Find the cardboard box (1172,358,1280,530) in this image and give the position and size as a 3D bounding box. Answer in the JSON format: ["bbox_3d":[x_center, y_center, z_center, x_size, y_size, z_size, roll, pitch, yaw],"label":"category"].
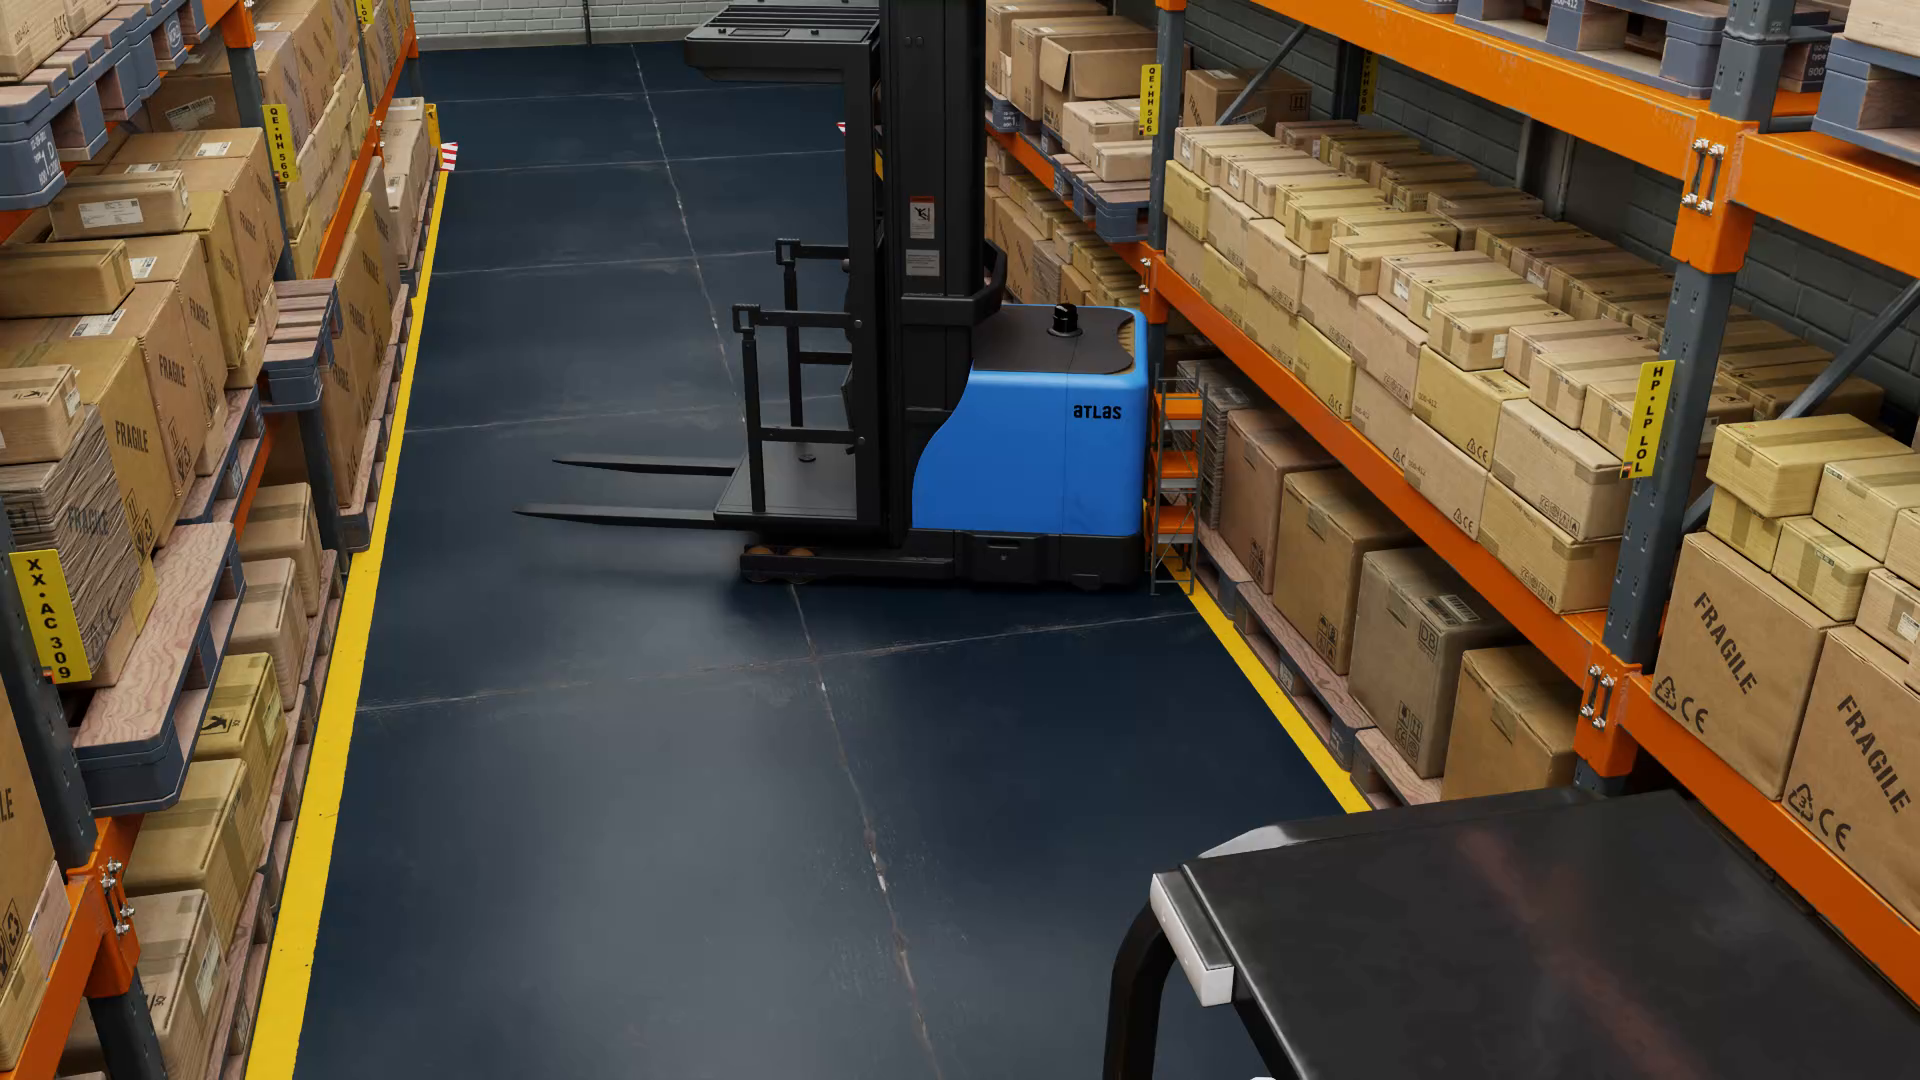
[{"bbox_3d":[1.551,-0.499,8.078,0.875,0.625,0.625,-5,27,-10],"label":"cardboard box"}]

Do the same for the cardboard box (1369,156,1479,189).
[{"bbox_3d":[1.984,-1.534,7.130,0.380,0.149,0.250,-6,28,-13],"label":"cardboard box"}]

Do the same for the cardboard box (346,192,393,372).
[{"bbox_3d":[-3.884,-1.476,9.737,0.875,0.875,0.875,-5,27,-10],"label":"cardboard box"}]

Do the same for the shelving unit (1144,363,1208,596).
[{"bbox_3d":[0.983,-0.269,7.610,0.215,1.050,0.252,0,26,-1],"label":"shelving unit"}]

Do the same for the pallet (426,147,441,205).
[{"bbox_3d":[-4.958,-3.065,14.088,1.003,0.211,1.213,-6,27,-12],"label":"pallet"}]

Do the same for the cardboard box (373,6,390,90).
[{"bbox_3d":[-4.273,-3.395,11.537,0.500,0.500,0.500,-6,27,-11],"label":"cardboard box"}]

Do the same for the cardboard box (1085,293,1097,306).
[{"bbox_3d":[1.016,-1.103,9.414,0.500,0.500,0.500,-6,27,-12],"label":"cardboard box"}]

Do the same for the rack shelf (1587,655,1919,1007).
[{"bbox_3d":[2.776,1.309,3.127,1.077,0.370,4.000,-6,27,-12],"label":"rack shelf"}]

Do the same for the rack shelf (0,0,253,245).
[{"bbox_3d":[-2.961,-1.281,4.928,1.077,0.370,4.000,-6,27,-12],"label":"rack shelf"}]

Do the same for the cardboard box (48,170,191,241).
[{"bbox_3d":[-2.768,-1.106,5.485,0.380,0.149,0.250,-7,28,-14],"label":"cardboard box"}]

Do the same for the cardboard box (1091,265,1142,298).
[{"bbox_3d":[0.957,-1.435,9.353,0.380,0.149,0.250,-7,28,-13],"label":"cardboard box"}]

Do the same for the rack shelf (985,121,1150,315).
[{"bbox_3d":[0.973,-2.203,10.085,1.077,0.370,4.000,-6,27,-12],"label":"rack shelf"}]

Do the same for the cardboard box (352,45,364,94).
[{"bbox_3d":[-3.977,-2.884,10.247,0.500,0.250,0.500,-6,27,-12],"label":"cardboard box"}]

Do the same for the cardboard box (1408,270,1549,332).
[{"bbox_3d":[1.765,-0.800,5.675,0.380,0.149,0.250,-7,28,-13],"label":"cardboard box"}]

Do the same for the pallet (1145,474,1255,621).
[{"bbox_3d":[1.571,-0.036,8.088,1.003,0.211,1.213,-6,27,-12],"label":"pallet"}]

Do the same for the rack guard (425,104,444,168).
[{"bbox_3d":[-5.220,-3.547,14.724,1.175,0.500,0.348,-6,27,-12],"label":"rack guard"}]

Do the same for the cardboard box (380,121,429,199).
[{"bbox_3d":[-4.754,-3.016,13.274,0.875,0.438,0.875,-5,27,-10],"label":"cardboard box"}]

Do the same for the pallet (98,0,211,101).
[{"bbox_3d":[-2.782,-1.377,4.528,1.213,0.211,1.003,-6,27,-12],"label":"pallet"}]

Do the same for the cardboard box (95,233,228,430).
[{"bbox_3d":[-2.674,-0.647,5.296,0.500,0.500,0.500,-7,28,-14],"label":"cardboard box"}]

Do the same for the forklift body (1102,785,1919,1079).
[{"bbox_3d":[1.021,1.597,2.699,2.313,2.155,1.214,-6,27,-12],"label":"forklift body"}]

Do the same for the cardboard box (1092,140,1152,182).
[{"bbox_3d":[0.901,-1.971,8.639,0.380,0.149,0.250,-5,27,-11],"label":"cardboard box"}]

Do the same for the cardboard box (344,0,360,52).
[{"bbox_3d":[-3.968,-3.217,10.074,0.500,0.500,0.500,-5,27,-10],"label":"cardboard box"}]

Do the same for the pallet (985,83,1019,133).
[{"bbox_3d":[0.596,-2.955,10.988,1.003,0.211,1.213,-6,27,-12],"label":"pallet"}]

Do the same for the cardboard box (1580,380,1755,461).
[{"bbox_3d":[2.031,-0.352,4.788,0.380,0.149,0.250,-5,27,-10],"label":"cardboard box"}]

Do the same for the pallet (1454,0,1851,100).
[{"bbox_3d":[2.113,-1.530,4.836,0.805,0.209,1.217,-7,28,-14],"label":"pallet"}]

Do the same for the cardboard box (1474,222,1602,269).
[{"bbox_3d":[2.156,-1.075,6.220,0.380,0.149,0.250,-6,27,-11],"label":"cardboard box"}]

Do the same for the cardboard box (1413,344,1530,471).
[{"bbox_3d":[1.842,-0.461,5.447,0.500,0.250,0.500,-7,28,-13],"label":"cardboard box"}]

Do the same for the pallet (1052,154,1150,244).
[{"bbox_3d":[1.202,-1.851,8.802,1.213,0.211,1.003,-6,27,-12],"label":"pallet"}]

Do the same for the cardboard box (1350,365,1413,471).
[{"bbox_3d":[1.756,-0.459,5.998,0.500,0.250,0.500,-6,27,-11],"label":"cardboard box"}]

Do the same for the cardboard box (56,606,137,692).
[{"bbox_3d":[-2.327,0.265,4.208,0.380,0.149,0.250,-6,27,-11],"label":"cardboard box"}]

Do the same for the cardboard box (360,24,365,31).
[{"bbox_3d":[-4.185,-3.621,10.875,0.500,0.500,0.500,-6,27,-11],"label":"cardboard box"}]

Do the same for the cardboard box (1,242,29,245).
[{"bbox_3d":[-3.180,-0.604,5.210,0.500,0.500,0.500,-7,28,-14],"label":"cardboard box"}]

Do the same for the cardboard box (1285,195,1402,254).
[{"bbox_3d":[1.509,-1.245,6.558,0.380,0.149,0.250,-5,27,-11],"label":"cardboard box"}]

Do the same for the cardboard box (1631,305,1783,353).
[{"bbox_3d":[2.390,-0.634,5.346,0.380,0.149,0.250,-6,27,-12],"label":"cardboard box"}]

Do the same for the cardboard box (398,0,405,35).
[{"bbox_3d":[-4.750,-4.291,13.311,0.500,0.500,0.500,-7,28,-13],"label":"cardboard box"}]

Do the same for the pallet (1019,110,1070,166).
[{"bbox_3d":[0.981,-2.414,9.917,1.003,0.211,1.213,-6,27,-12],"label":"pallet"}]

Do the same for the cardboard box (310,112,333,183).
[{"bbox_3d":[-3.501,-1.992,8.479,0.500,0.250,0.500,-6,27,-12],"label":"cardboard box"}]

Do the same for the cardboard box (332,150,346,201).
[{"bbox_3d":[-3.637,-1.985,9.020,0.500,0.250,0.500,-6,27,-12],"label":"cardboard box"}]

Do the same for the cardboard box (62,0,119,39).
[{"bbox_3d":[-2.367,-1.364,3.995,0.500,0.250,0.500,-6,27,-12],"label":"cardboard box"}]

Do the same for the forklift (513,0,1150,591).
[{"bbox_3d":[-0.624,-1.335,7.641,3.031,2.935,1.130,2,27,5],"label":"forklift"}]

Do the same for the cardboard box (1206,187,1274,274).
[{"bbox_3d":[1.397,-1.363,7.233,0.500,0.250,0.500,-5,27,-10],"label":"cardboard box"}]

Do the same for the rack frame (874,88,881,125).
[{"bbox_3d":[-0.380,-5.159,15.141,1.000,3.000,0.127,-6,27,-12],"label":"rack frame"}]

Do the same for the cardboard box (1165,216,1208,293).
[{"bbox_3d":[1.285,-1.360,7.782,0.500,0.250,0.500,-6,27,-11],"label":"cardboard box"}]

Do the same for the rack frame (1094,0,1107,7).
[{"bbox_3d":[0.522,-3.403,11.662,1.000,3.000,0.127,-6,27,-12],"label":"rack frame"}]

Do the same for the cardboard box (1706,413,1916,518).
[{"bbox_3d":[2.108,-0.187,4.131,0.380,0.149,0.250,-5,27,-11],"label":"cardboard box"}]

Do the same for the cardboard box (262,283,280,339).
[{"bbox_3d":[-2.877,-0.880,6.477,0.380,0.149,0.250,-6,27,-12],"label":"cardboard box"}]

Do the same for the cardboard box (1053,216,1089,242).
[{"bbox_3d":[0.788,-1.897,10.267,0.380,0.149,0.250,-6,27,-11],"label":"cardboard box"}]

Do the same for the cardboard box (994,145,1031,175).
[{"bbox_3d":[0.449,-2.603,11.336,0.380,0.149,0.250,-7,28,-14],"label":"cardboard box"}]

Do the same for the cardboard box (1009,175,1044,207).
[{"bbox_3d":[0.550,-2.354,11.173,0.380,0.149,0.250,-7,28,-14],"label":"cardboard box"}]

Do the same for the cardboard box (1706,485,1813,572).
[{"bbox_3d":[2.140,-0.058,4.205,0.380,0.149,0.250,-6,27,-12],"label":"cardboard box"}]

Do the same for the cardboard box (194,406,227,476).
[{"bbox_3d":[-2.594,-0.310,5.348,0.380,0.149,0.250,-5,27,-10],"label":"cardboard box"}]

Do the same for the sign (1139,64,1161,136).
[{"bbox_3d":[0.897,-2.069,7.823,0.100,0.325,0.005,-6,27,-12],"label":"sign"}]

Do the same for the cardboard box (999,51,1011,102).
[{"bbox_3d":[0.461,-2.881,10.312,0.396,0.266,0.258,-5,27,-9],"label":"cardboard box"}]

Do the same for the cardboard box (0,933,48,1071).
[{"bbox_3d":[-2.078,0.946,3.325,0.380,0.149,0.250,-5,27,-10],"label":"cardboard box"}]

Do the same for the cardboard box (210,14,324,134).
[{"bbox_3d":[-3.507,-2.319,8.294,0.500,0.500,0.500,-5,27,-10],"label":"cardboard box"}]

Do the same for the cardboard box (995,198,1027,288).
[{"bbox_3d":[0.541,-2.006,11.204,0.500,0.500,0.500,-6,27,-12],"label":"cardboard box"}]

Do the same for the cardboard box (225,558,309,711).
[{"bbox_3d":[-3.120,0.417,6.545,0.950,0.372,0.625,-6,27,-13],"label":"cardboard box"}]

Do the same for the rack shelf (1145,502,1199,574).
[{"bbox_3d":[0.983,-0.010,7.737,0.215,0.259,0.240,0,26,-1],"label":"rack shelf"}]

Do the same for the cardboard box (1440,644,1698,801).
[{"bbox_3d":[2.196,0.754,5.596,0.875,0.625,0.625,-5,27,-9],"label":"cardboard box"}]

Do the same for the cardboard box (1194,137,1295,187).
[{"bbox_3d":[1.270,-1.694,7.446,0.380,0.149,0.250,-5,27,-10],"label":"cardboard box"}]
